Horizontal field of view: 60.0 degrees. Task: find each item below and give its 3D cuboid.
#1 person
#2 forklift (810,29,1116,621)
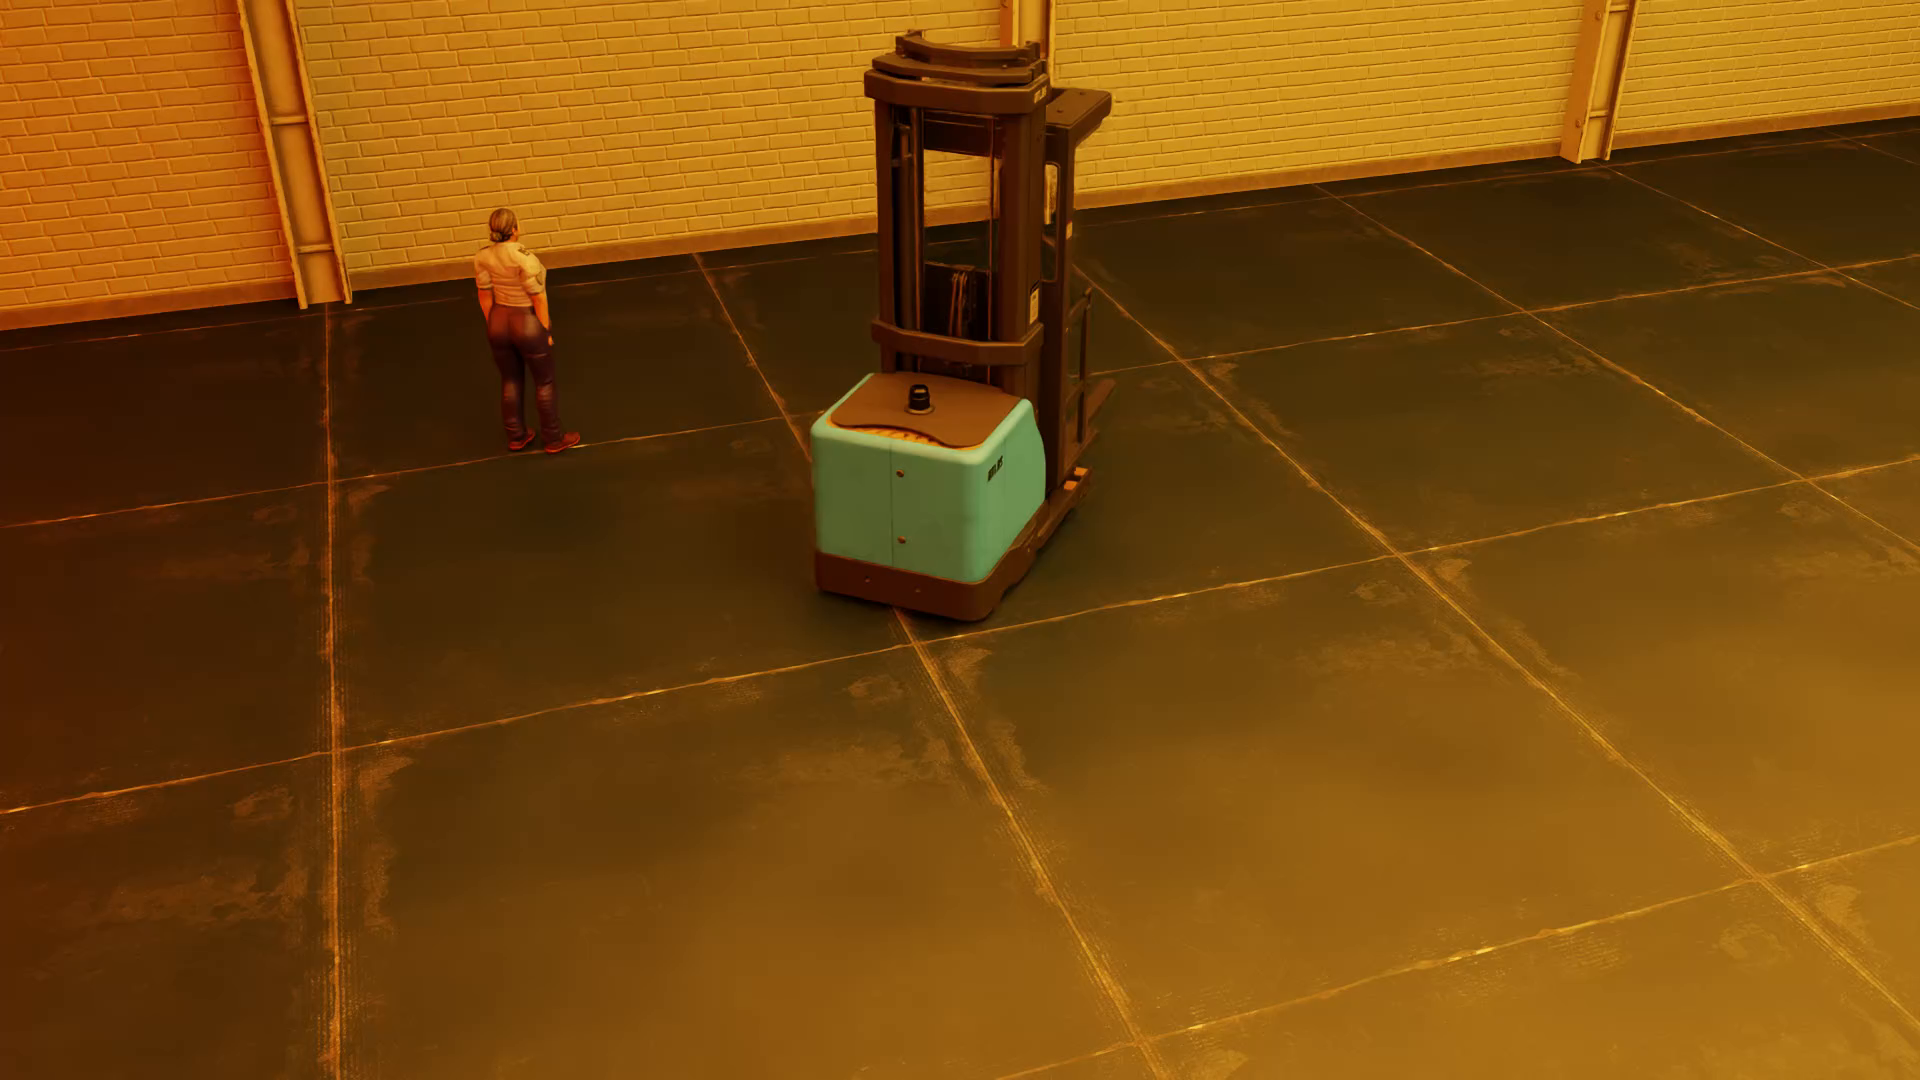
[{"bbox_3d":[-2.819,-1.346,10.720,0.485,1.651,0.363,7,31,13],"label":"person"},{"bbox_3d":[0.197,-1.544,9.771,1.130,2.935,3.031,11,32,19],"label":"forklift"}]
